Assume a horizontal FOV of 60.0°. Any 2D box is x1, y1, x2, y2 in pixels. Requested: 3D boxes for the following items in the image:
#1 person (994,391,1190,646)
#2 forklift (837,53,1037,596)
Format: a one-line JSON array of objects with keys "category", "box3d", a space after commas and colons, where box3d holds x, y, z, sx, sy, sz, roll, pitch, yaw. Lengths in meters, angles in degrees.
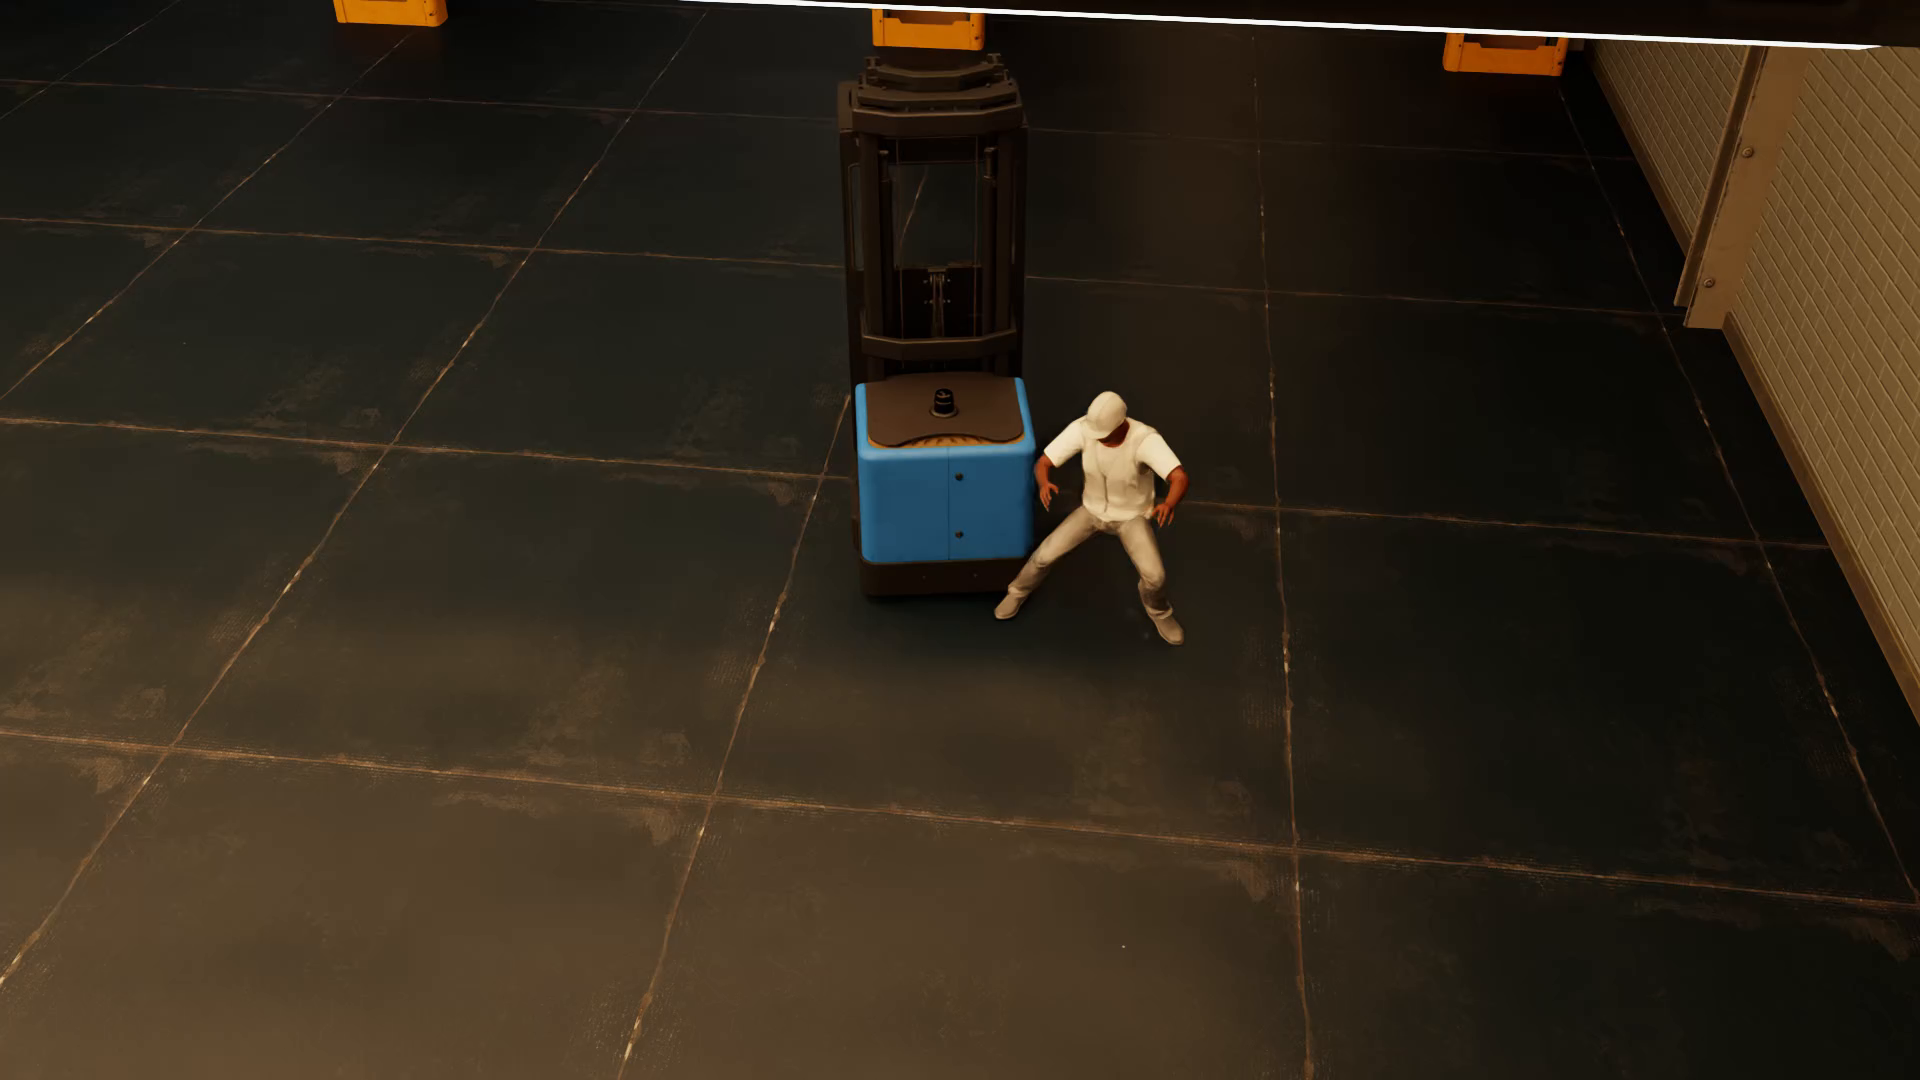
[{"category": "person", "box3d": [0.793, -0.132, 9.394, 1.092, 1.528, 0.734, 20, 41, 25]}, {"category": "forklift", "box3d": [-0.171, -1.700, 10.336, 1.130, 2.935, 3.031, -2, 36, -3]}]
